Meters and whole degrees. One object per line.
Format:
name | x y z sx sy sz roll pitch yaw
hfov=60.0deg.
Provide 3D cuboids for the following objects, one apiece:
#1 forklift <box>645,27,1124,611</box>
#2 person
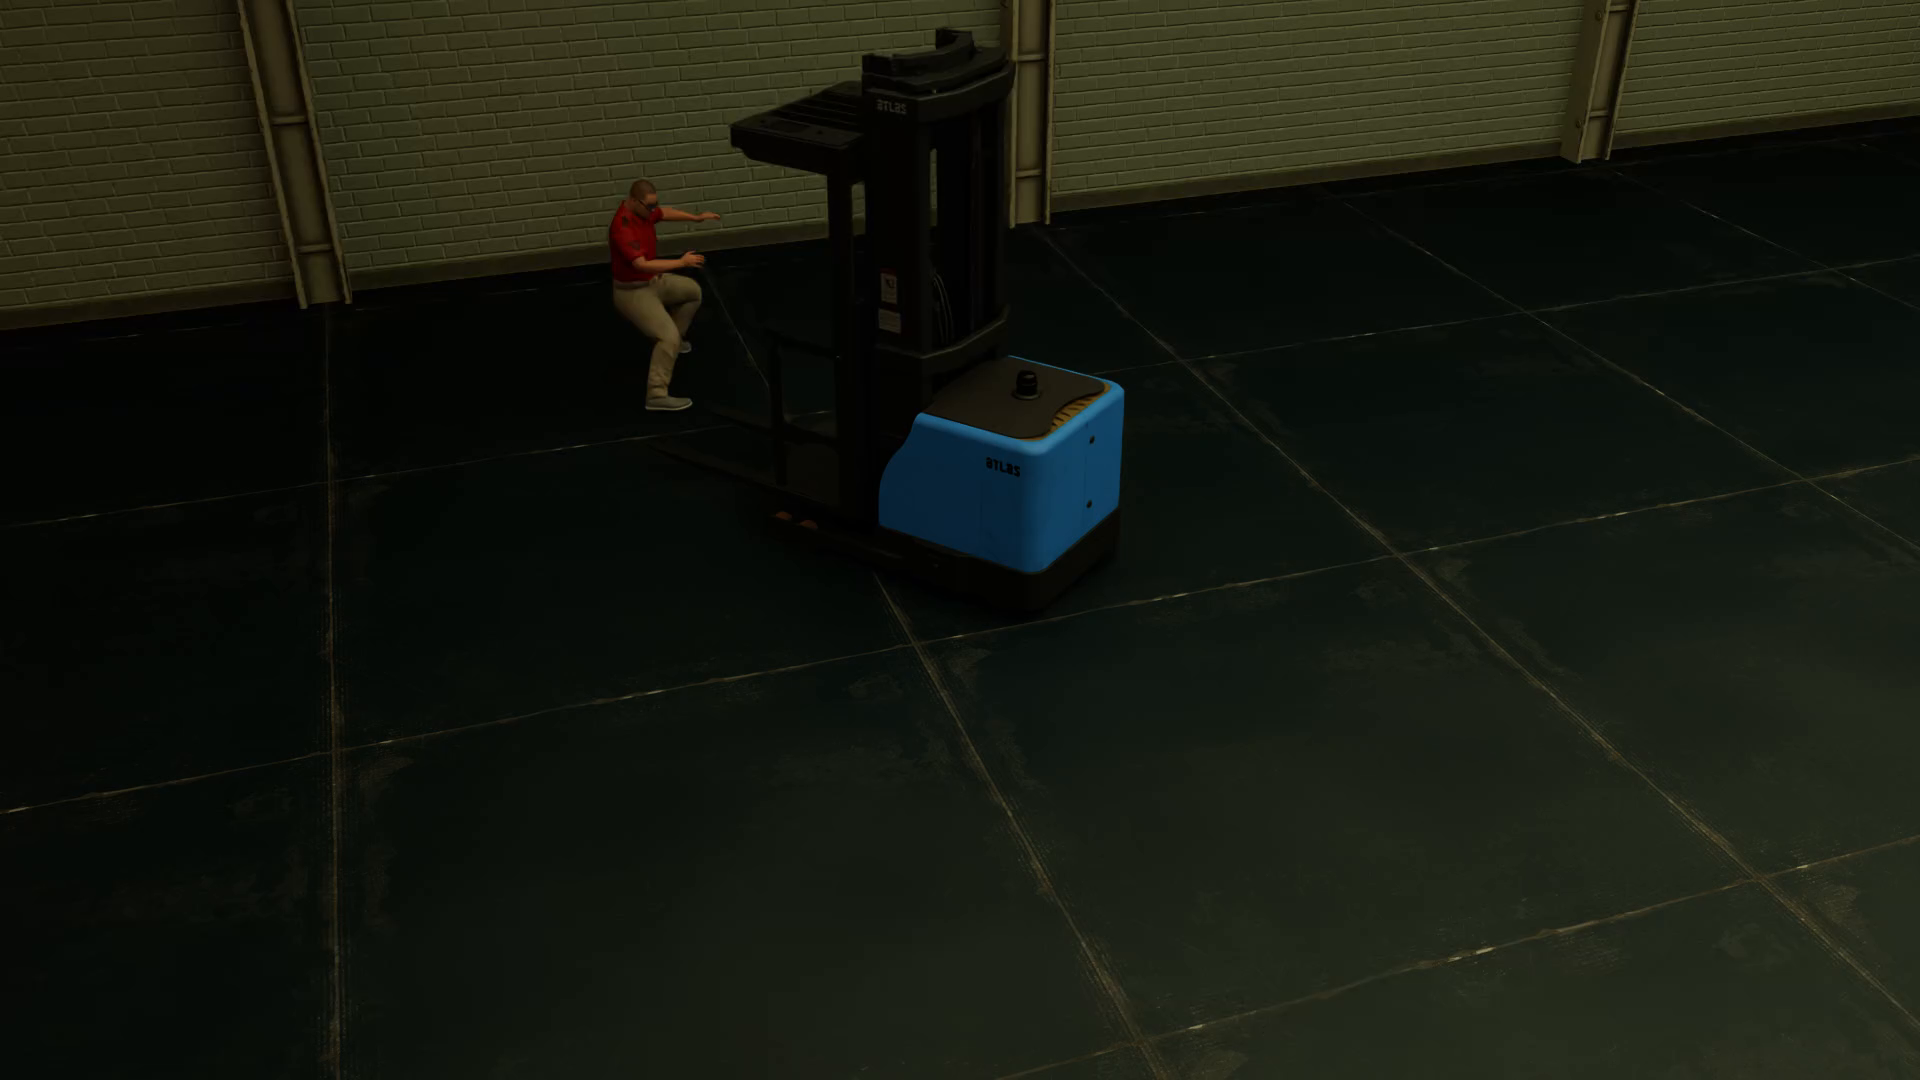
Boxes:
forklift | -0.569 -1.424 9.562 3.031 2.935 1.130 18 34 28
person | -2.055 -1.807 11.662 0.710 1.496 1.114 5 30 8
